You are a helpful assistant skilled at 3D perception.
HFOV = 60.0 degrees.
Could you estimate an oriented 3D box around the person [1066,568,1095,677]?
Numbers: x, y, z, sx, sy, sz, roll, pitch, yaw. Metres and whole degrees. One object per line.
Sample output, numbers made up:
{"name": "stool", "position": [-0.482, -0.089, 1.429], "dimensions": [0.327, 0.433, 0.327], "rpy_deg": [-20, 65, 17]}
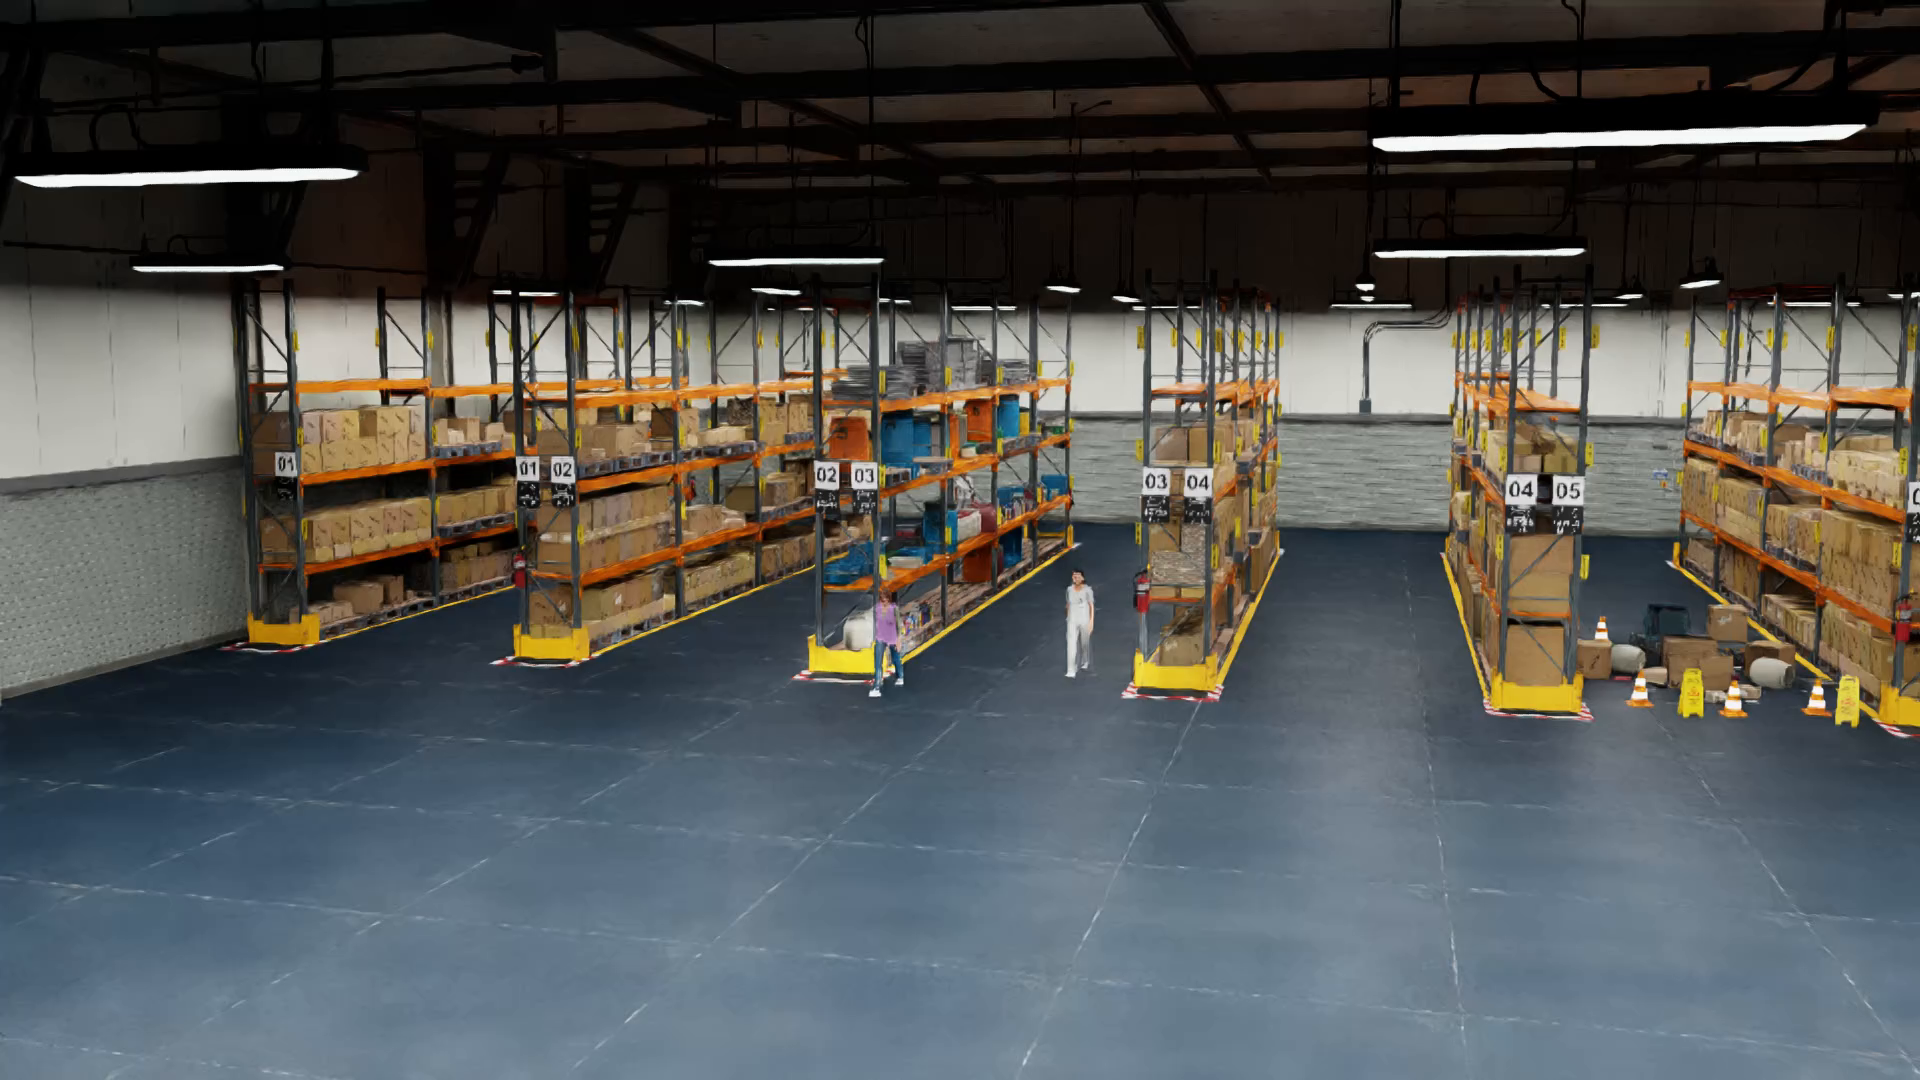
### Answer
{"name": "person", "position": [1.799, 1.216, 24.926], "dimensions": [0.455, 1.612, 1.019], "rpy_deg": [2, 7, 13]}

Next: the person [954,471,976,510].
{"name": "person", "position": [0.132, -1.132, 44.504], "dimensions": [0.592, 1.629, 0.532], "rpy_deg": [1, 7, 12]}

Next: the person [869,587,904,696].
{"name": "person", "position": [-1.012, 1.420, 23.631], "dimensions": [0.416, 1.512, 1.034], "rpy_deg": [2, 7, 13]}
